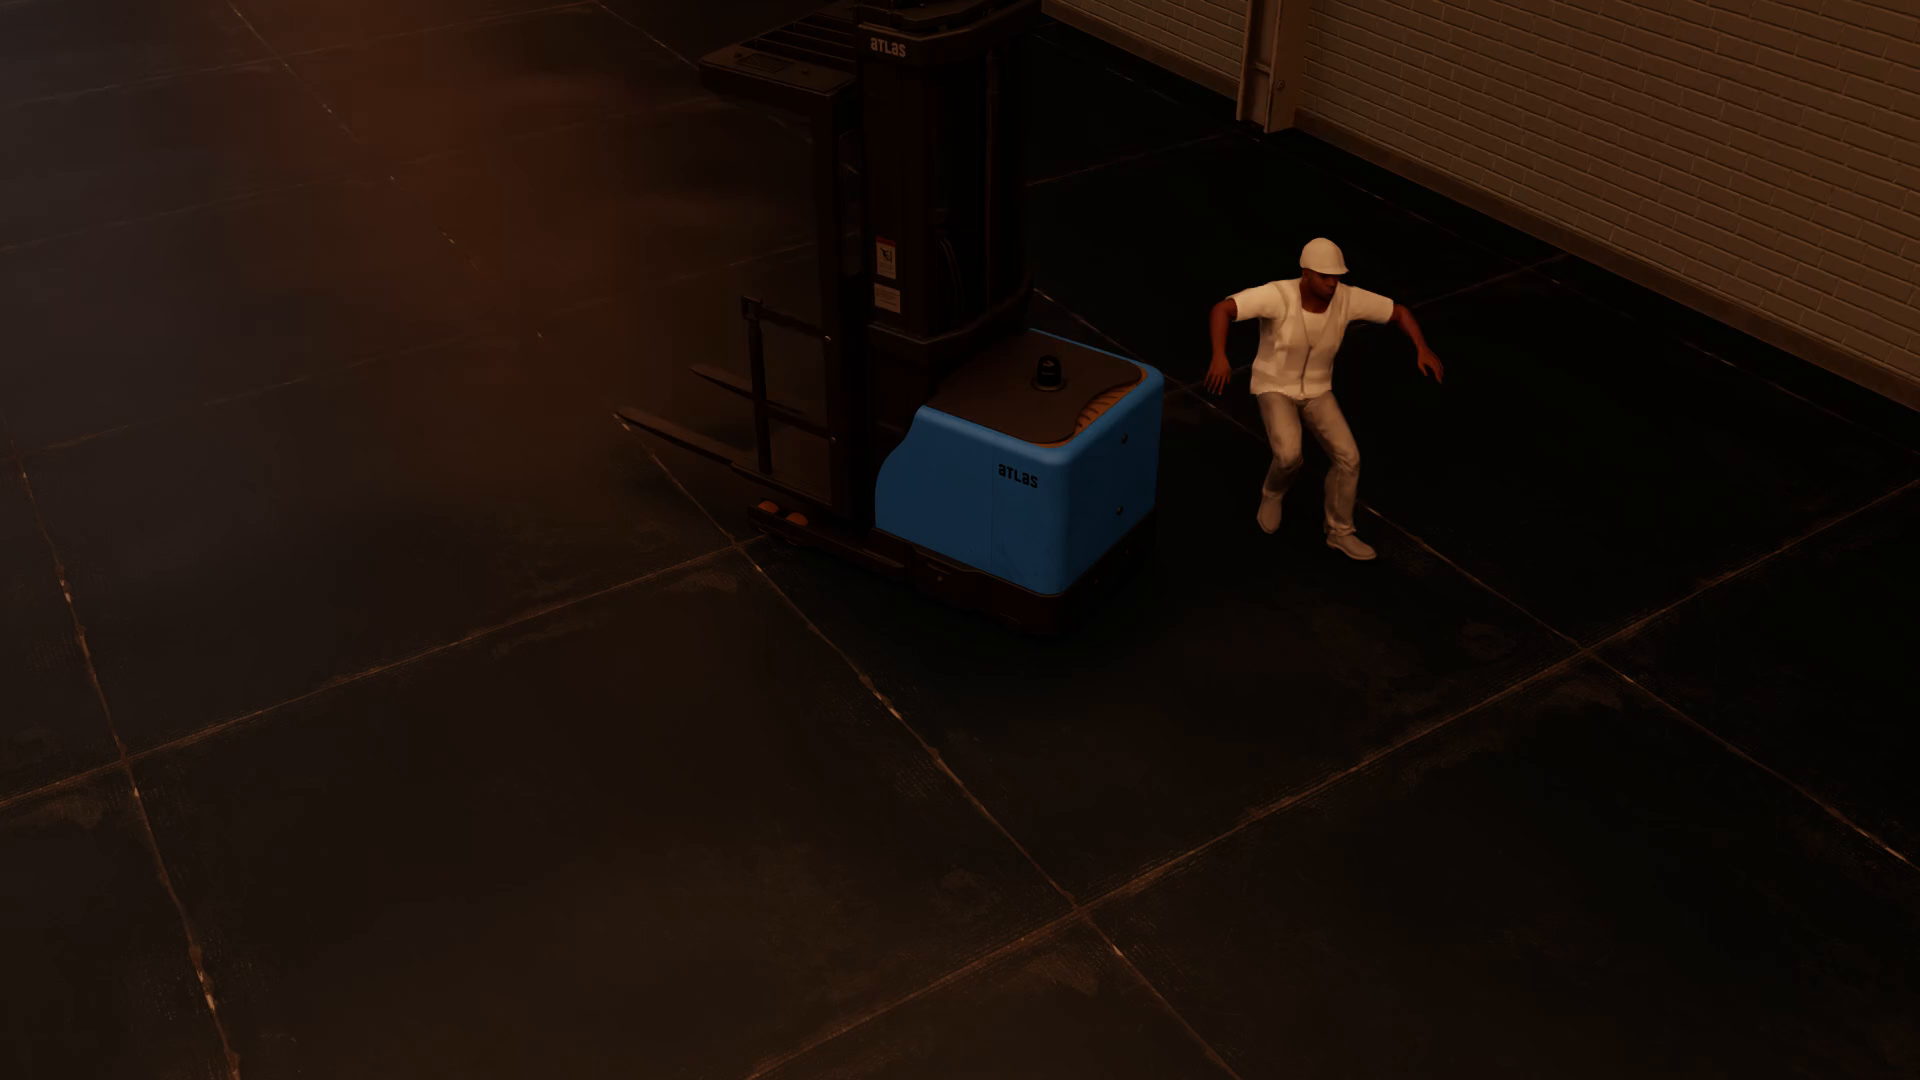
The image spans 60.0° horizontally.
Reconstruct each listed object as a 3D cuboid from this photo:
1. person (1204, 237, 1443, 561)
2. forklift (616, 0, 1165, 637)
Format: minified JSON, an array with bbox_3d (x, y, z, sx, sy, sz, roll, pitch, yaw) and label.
[{"bbox_3d":[1.787,-0.695,8.338,1.205,1.565,0.823,-7,36,-10],"label":"person"},{"bbox_3d":[-0.500,-1.399,8.138,3.031,2.935,1.130,22,41,28],"label":"forklift"}]
